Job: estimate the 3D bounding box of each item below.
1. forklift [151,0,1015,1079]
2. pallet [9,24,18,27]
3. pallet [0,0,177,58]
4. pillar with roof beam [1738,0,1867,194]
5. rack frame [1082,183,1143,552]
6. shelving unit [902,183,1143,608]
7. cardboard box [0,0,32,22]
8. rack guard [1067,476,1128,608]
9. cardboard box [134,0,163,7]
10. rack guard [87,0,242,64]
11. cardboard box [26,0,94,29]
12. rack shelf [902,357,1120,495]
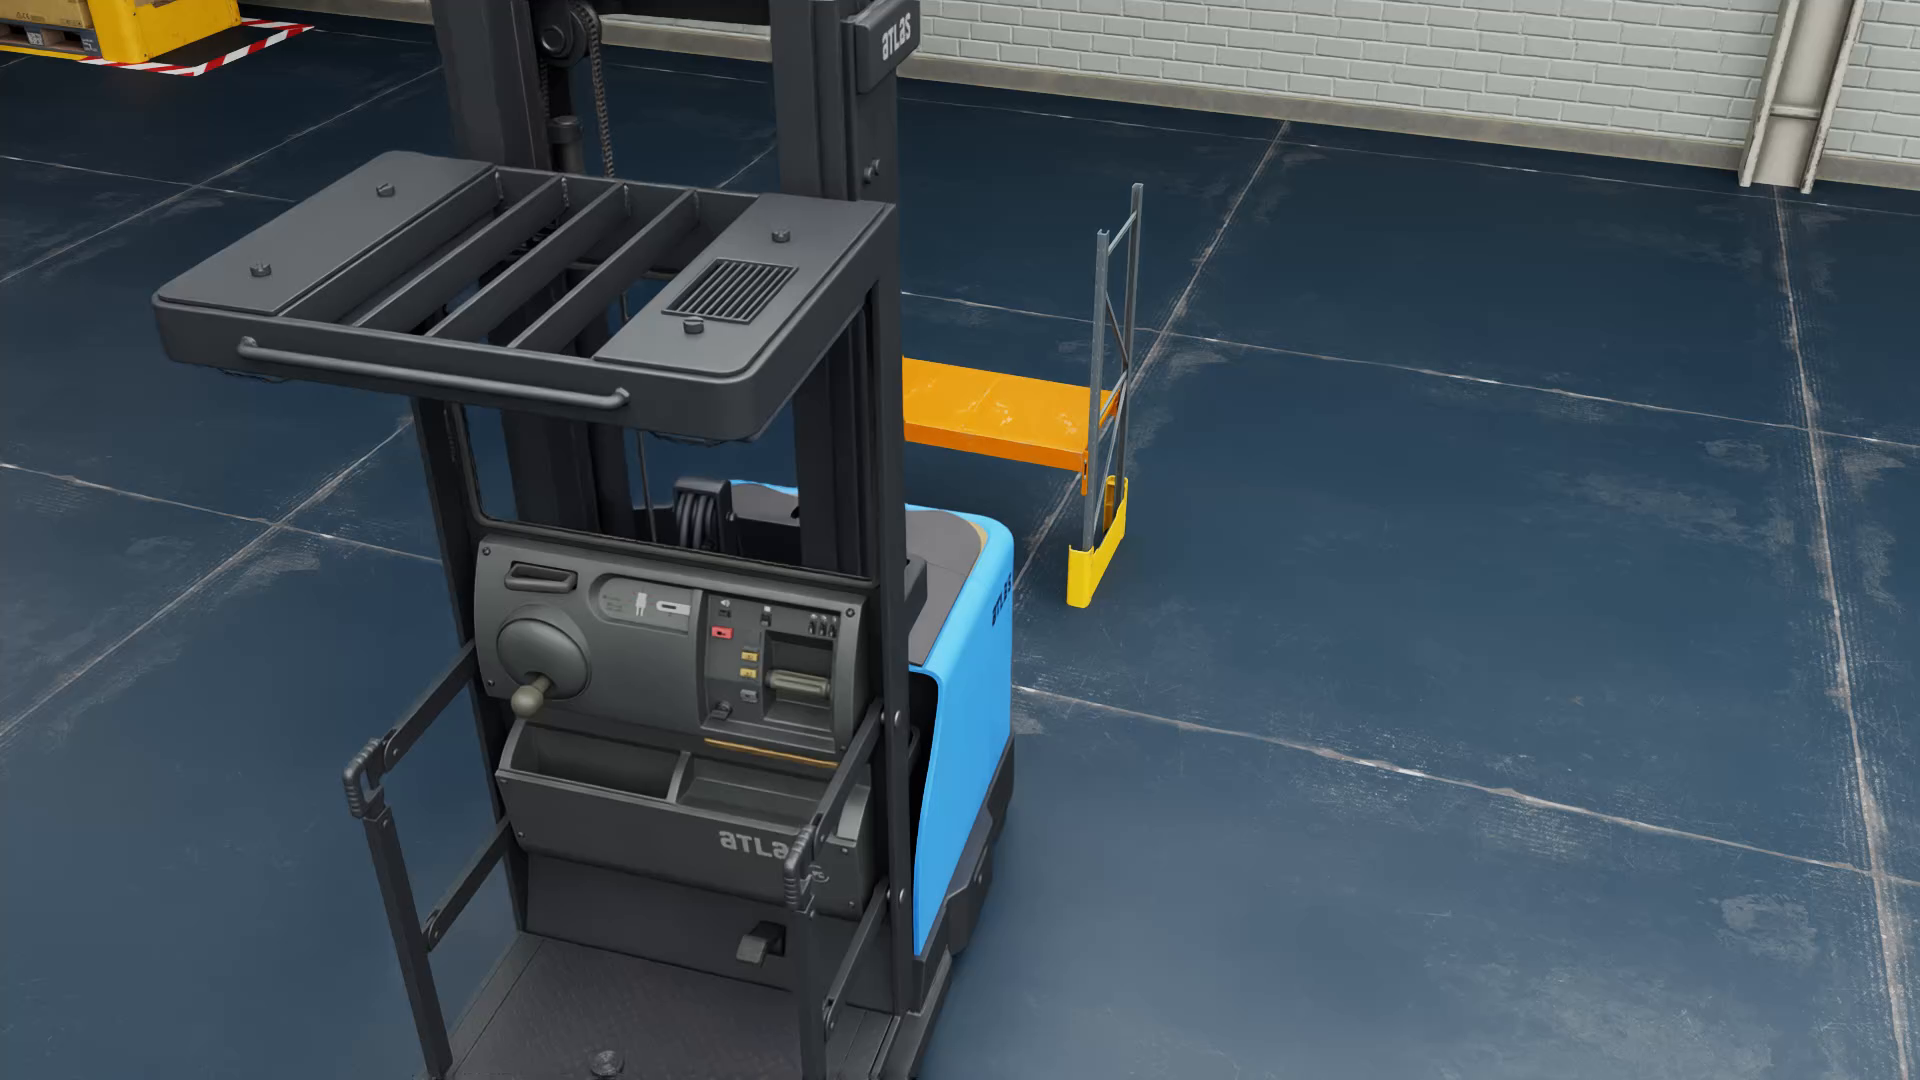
[{"bbox_3d":[-0.725,0.304,3.577,1.130,2.935,3.031,9,34,13],"label":"forklift"},{"bbox_3d":[-7.862,-4.229,13.105,1.213,0.211,1.003,11,34,16],"label":"pallet"},{"bbox_3d":[-6.717,-4.004,12.757,1.213,0.211,1.003,11,34,16],"label":"pallet"},{"bbox_3d":[3.509,-3.771,4.295,0.400,9.000,9.100,11,34,16],"label":"pillar with roof beam"},{"bbox_3d":[0.559,-0.521,6.175,0.032,1.500,0.500,11,34,16],"label":"rack frame"},{"bbox_3d":[0.072,-0.616,6.322,1.083,1.500,0.587,11,34,16],"label":"shelving unit"},{"bbox_3d":[-6.997,-4.099,12.481,0.500,0.250,0.500,11,34,16],"label":"cardboard box"},{"bbox_3d":[0.541,0.000,6.519,0.087,0.250,0.587,11,34,16],"label":"rack guard"},{"bbox_3d":[-6.380,-4.268,12.743,0.500,0.250,0.500,11,34,17],"label":"cardboard box"},{"bbox_3d":[-5.961,-4.003,12.489,0.348,0.500,1.175,11,34,16],"label":"rack guard"},{"bbox_3d":[-6.532,-4.003,12.333,0.500,0.250,0.500,11,35,17],"label":"cardboard box"},{"bbox_3d":[0.080,-0.463,6.417,1.000,0.185,0.538,11,34,16],"label":"rack shelf"}]
